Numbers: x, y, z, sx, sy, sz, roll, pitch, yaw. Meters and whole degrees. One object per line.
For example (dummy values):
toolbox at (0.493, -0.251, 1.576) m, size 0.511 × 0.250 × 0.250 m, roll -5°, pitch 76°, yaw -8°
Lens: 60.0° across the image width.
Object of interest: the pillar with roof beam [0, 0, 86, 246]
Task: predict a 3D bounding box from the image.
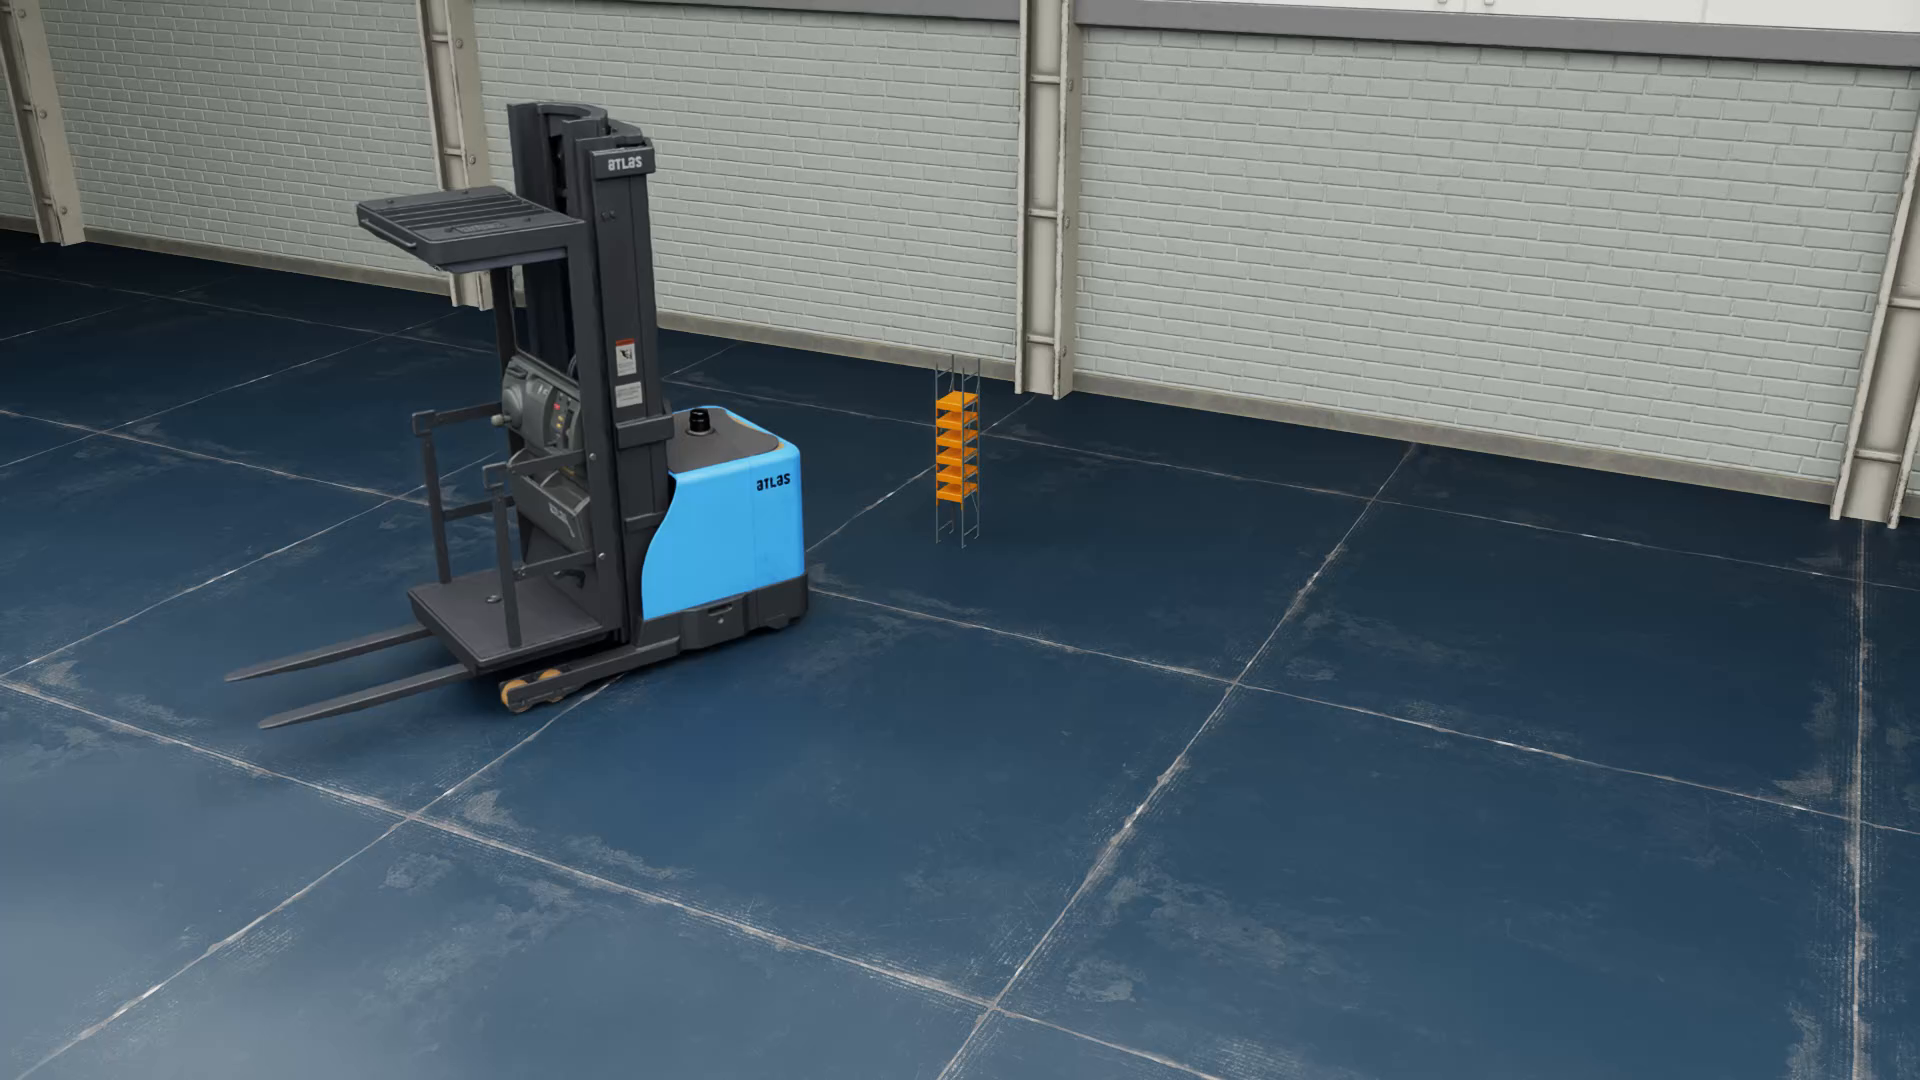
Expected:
pillar with roof beam at (-11.961, -5.977, 13.306) m, size 0.400 × 9.000 × 9.100 m, roll 11°, pitch 25°, yaw 25°

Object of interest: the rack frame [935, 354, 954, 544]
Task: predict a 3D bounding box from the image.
rack frame at (-0.095, -0.571, 10.559) m, size 0.006 × 1.200 × 0.240 m, roll 11°, pitch 25°, yaw 25°

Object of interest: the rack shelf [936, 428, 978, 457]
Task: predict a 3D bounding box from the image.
rack shelf at (-0.013, -0.624, 10.492) m, size 0.180 × 0.103 × 0.258 m, roll 11°, pitch 25°, yaw 25°

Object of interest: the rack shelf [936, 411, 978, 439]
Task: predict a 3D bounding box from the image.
rack shelf at (-0.013, -0.735, 10.445) m, size 0.180 × 0.103 × 0.258 m, roll 11°, pitch 25°, yaw 25°

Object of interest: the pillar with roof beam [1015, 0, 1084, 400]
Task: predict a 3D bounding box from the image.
pillar with roof beam at (-1.252, -3.858, 8.323) m, size 0.400 × 9.000 × 9.100 m, roll 11°, pitch 25°, yaw 25°

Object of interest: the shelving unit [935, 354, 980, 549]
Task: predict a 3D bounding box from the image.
shelving unit at (-0.013, -0.555, 10.521) m, size 0.189 × 1.200 × 0.258 m, roll 11°, pitch 25°, yaw 25°

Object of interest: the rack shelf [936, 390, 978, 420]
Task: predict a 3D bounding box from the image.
rack shelf at (-0.013, -0.845, 10.398) m, size 0.180 × 0.103 × 0.258 m, roll 11°, pitch 25°, yaw 25°

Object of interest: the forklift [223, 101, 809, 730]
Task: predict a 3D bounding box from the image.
forklift at (-2.363, -0.687, 8.621) m, size 3.031 × 2.935 × 1.130 m, roll -16°, pitch 28°, yaw -33°

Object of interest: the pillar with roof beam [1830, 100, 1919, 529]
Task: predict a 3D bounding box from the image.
pillar with roof beam at (4.103, -2.799, 5.832) m, size 0.400 × 9.000 × 9.100 m, roll 11°, pitch 25°, yaw 25°

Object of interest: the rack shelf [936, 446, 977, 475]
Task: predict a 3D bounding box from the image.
rack shelf at (-0.013, -0.514, 10.539) m, size 0.180 × 0.103 × 0.258 m, roll 11°, pitch 25°, yaw 25°

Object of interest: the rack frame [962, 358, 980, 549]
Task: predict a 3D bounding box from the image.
rack frame at (0.069, -0.539, 10.483) m, size 0.006 × 1.200 × 0.240 m, roll 11°, pitch 25°, yaw 25°

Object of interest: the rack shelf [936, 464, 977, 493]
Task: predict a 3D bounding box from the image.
rack shelf at (-0.013, -0.403, 10.586) m, size 0.180 × 0.103 × 0.258 m, roll 11°, pitch 25°, yaw 25°

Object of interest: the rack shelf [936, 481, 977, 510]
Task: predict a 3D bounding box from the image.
rack shelf at (-0.013, -0.293, 10.633) m, size 0.180 × 0.103 × 0.258 m, roll 11°, pitch 25°, yaw 25°

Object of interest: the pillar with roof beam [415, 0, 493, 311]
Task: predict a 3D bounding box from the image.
pillar with roof beam at (-6.607, -4.918, 10.815) m, size 0.400 × 9.000 × 9.100 m, roll 11°, pitch 25°, yaw 25°
